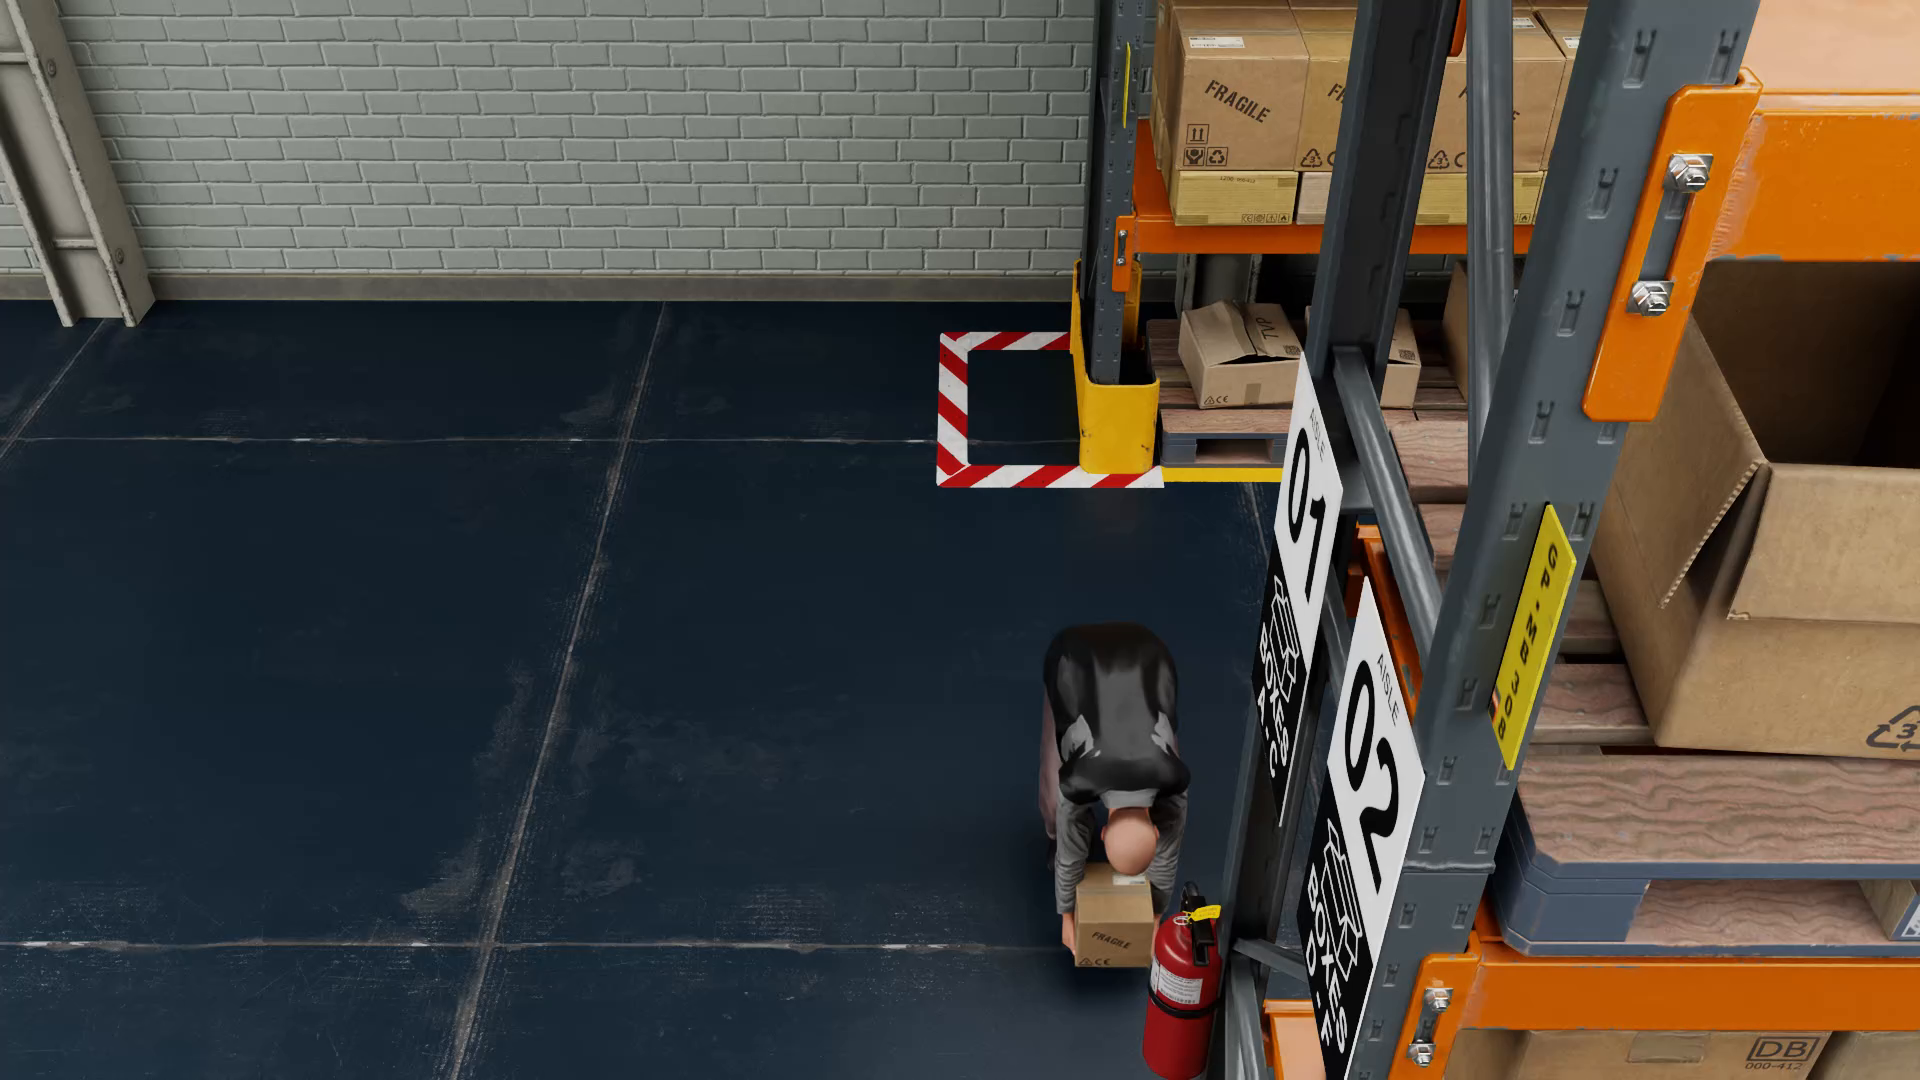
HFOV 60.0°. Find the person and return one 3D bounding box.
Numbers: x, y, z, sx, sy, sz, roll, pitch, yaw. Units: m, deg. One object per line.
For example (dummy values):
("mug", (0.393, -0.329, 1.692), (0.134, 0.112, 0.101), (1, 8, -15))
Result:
("person", (0.526, 0.869, 5.671), (0.503, 1.014, 0.948), (-2, 39, -2))
